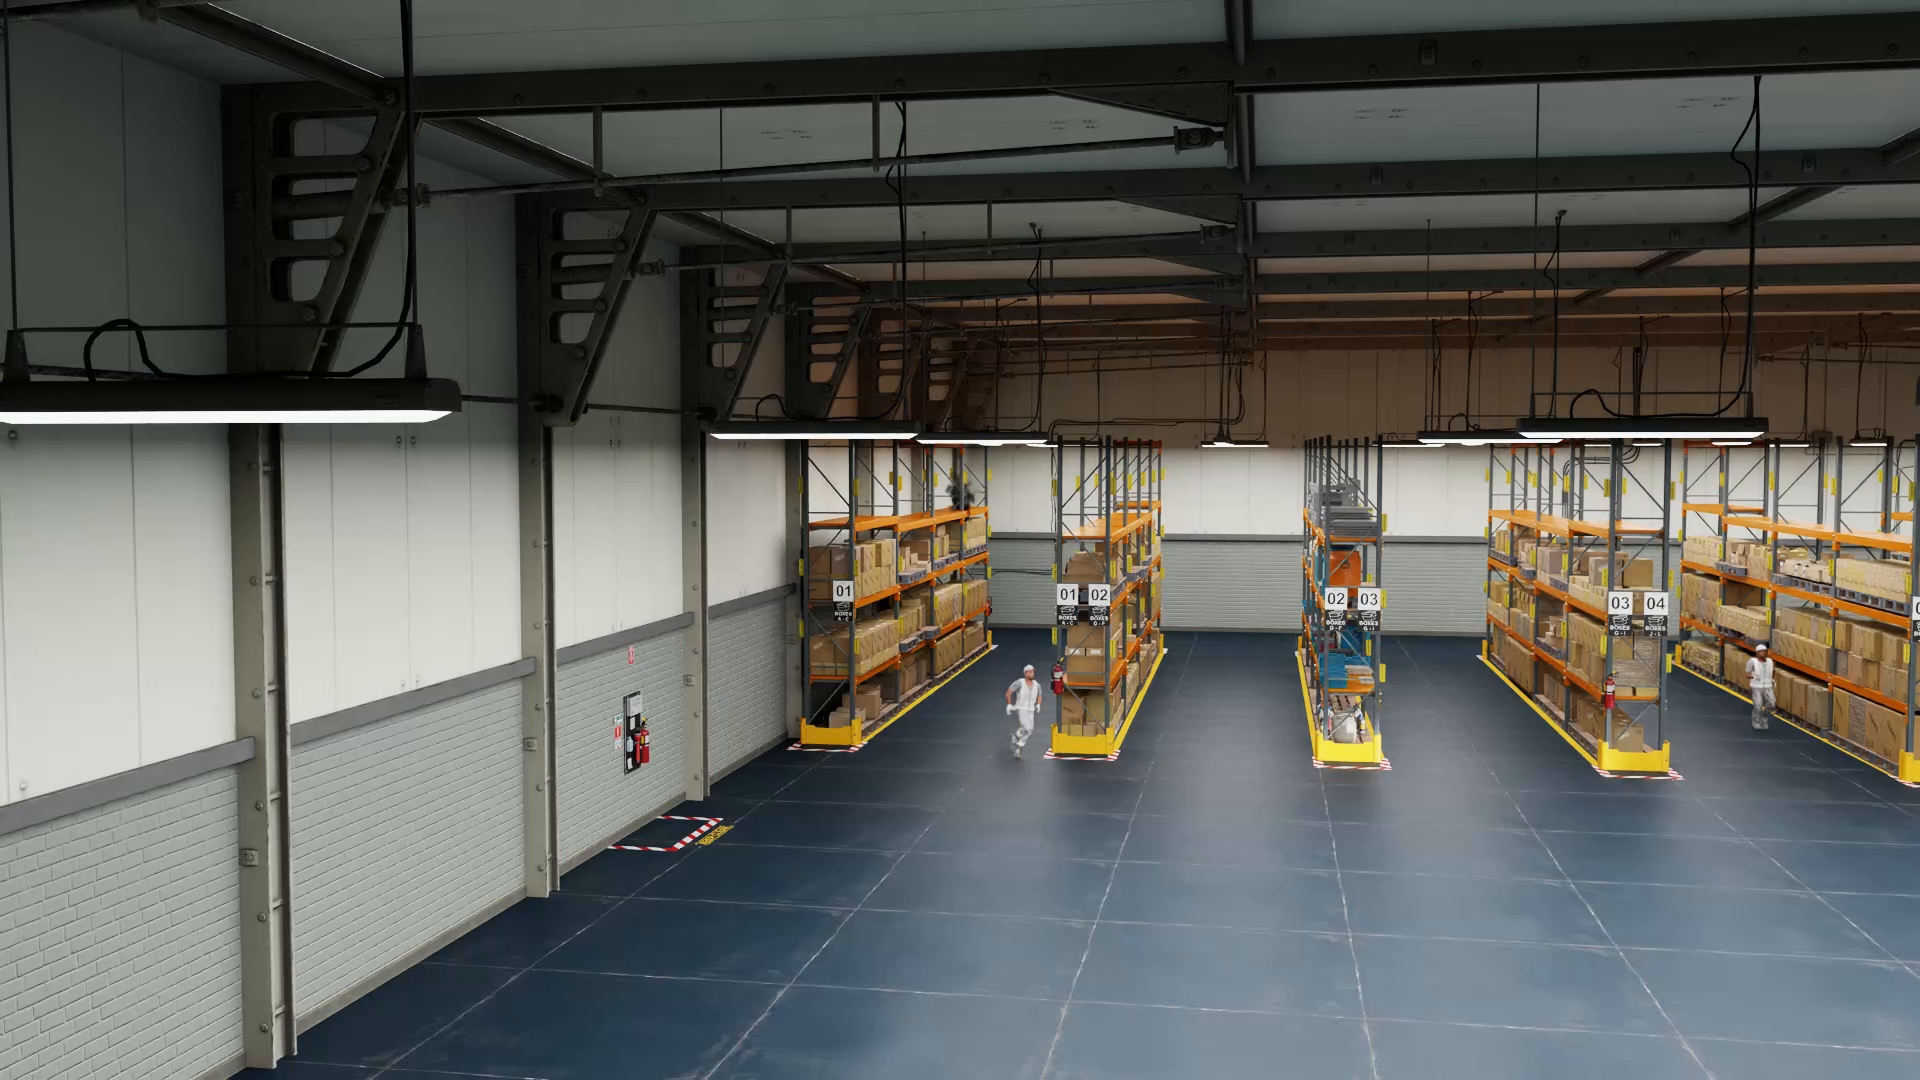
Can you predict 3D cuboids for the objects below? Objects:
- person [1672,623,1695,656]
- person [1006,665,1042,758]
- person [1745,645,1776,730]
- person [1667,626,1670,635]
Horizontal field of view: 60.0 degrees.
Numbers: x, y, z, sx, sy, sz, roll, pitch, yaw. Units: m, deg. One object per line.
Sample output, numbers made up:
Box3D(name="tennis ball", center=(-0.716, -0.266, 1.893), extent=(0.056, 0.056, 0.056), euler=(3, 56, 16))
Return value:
Box3D(name="person", center=(20.087, 2.408, 45.766), extent=(0.859, 1.684, 0.732), euler=(1, 3, 19))
Box3D(name="person", center=(1.238, 3.189, 30.929), extent=(0.713, 1.712, 0.512), euler=(-2, 3, -27))
Box3D(name="person", center=(16.331, 3.007, 33.810), extent=(0.656, 1.743, 0.629), euler=(0, 3, 5))
Box3D(name="person", center=(17.599, 2.636, 41.932), extent=(0.548, 1.702, 0.688), euler=(1, 3, 14))
